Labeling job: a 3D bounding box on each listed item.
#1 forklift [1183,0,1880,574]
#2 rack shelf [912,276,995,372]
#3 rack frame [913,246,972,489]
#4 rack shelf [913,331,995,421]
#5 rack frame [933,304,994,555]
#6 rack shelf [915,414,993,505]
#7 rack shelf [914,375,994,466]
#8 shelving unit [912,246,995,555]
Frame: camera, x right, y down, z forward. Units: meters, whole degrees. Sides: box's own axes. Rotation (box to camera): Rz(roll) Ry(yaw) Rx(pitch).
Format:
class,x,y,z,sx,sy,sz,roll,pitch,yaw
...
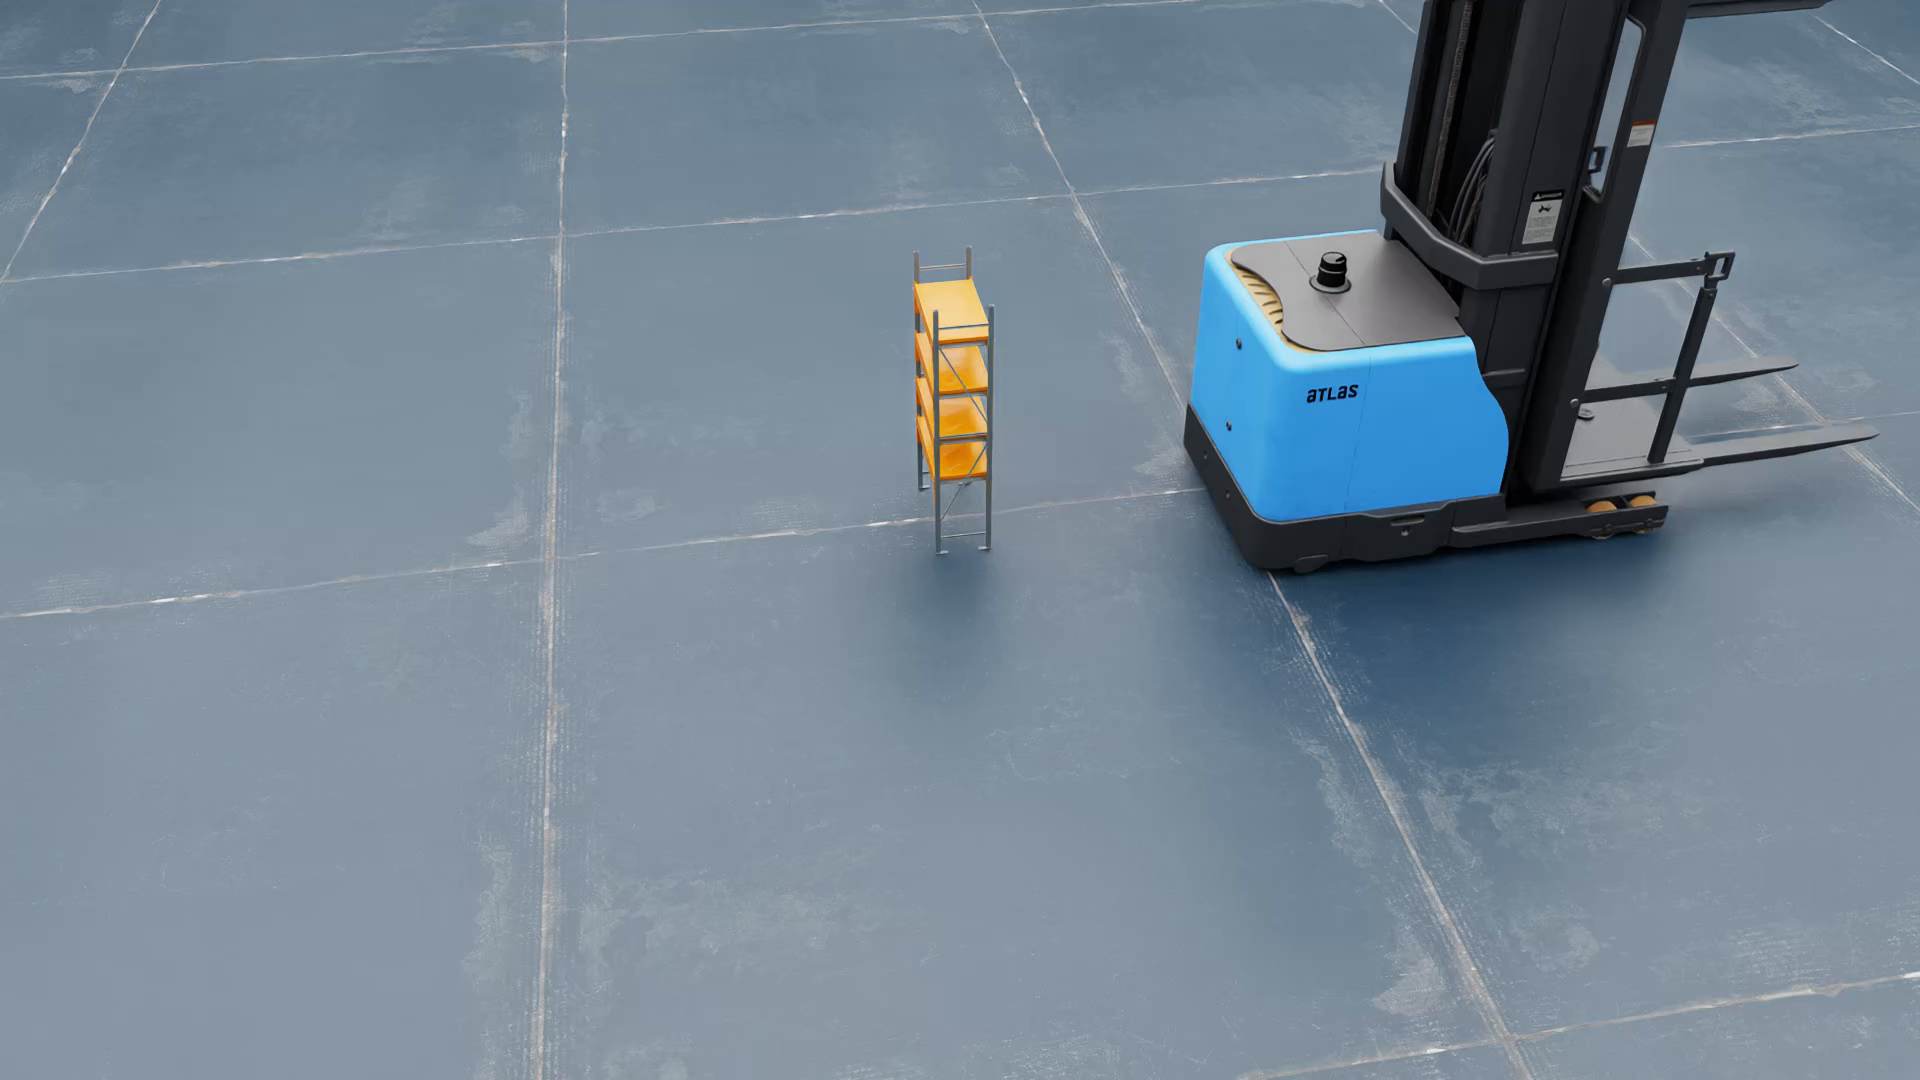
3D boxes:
class,x,y,z,sx,sy,sz,roll,pitch,yaw
forklift,2.606,-1.471,6.755,3.031,2.935,1.130,-7,38,-9
rack shelf,-0.029,-0.884,6.770,0.258,0.148,0.480,-6,38,-8
rack frame,-0.072,-0.721,7.200,0.240,1.200,0.015,-6,38,-8
rack shelf,-0.029,-0.697,6.915,0.258,0.148,0.480,-6,38,-8
rack frame,0.014,-0.426,6.821,0.240,1.200,0.015,-6,38,-8
rack shelf,-0.029,-0.364,7.174,0.258,0.148,0.480,-6,38,-8
rack shelf,-0.029,-0.521,7.052,0.258,0.148,0.480,-6,38,-8
shelving unit,-0.029,-0.574,7.011,0.258,1.200,0.503,-6,38,-8
